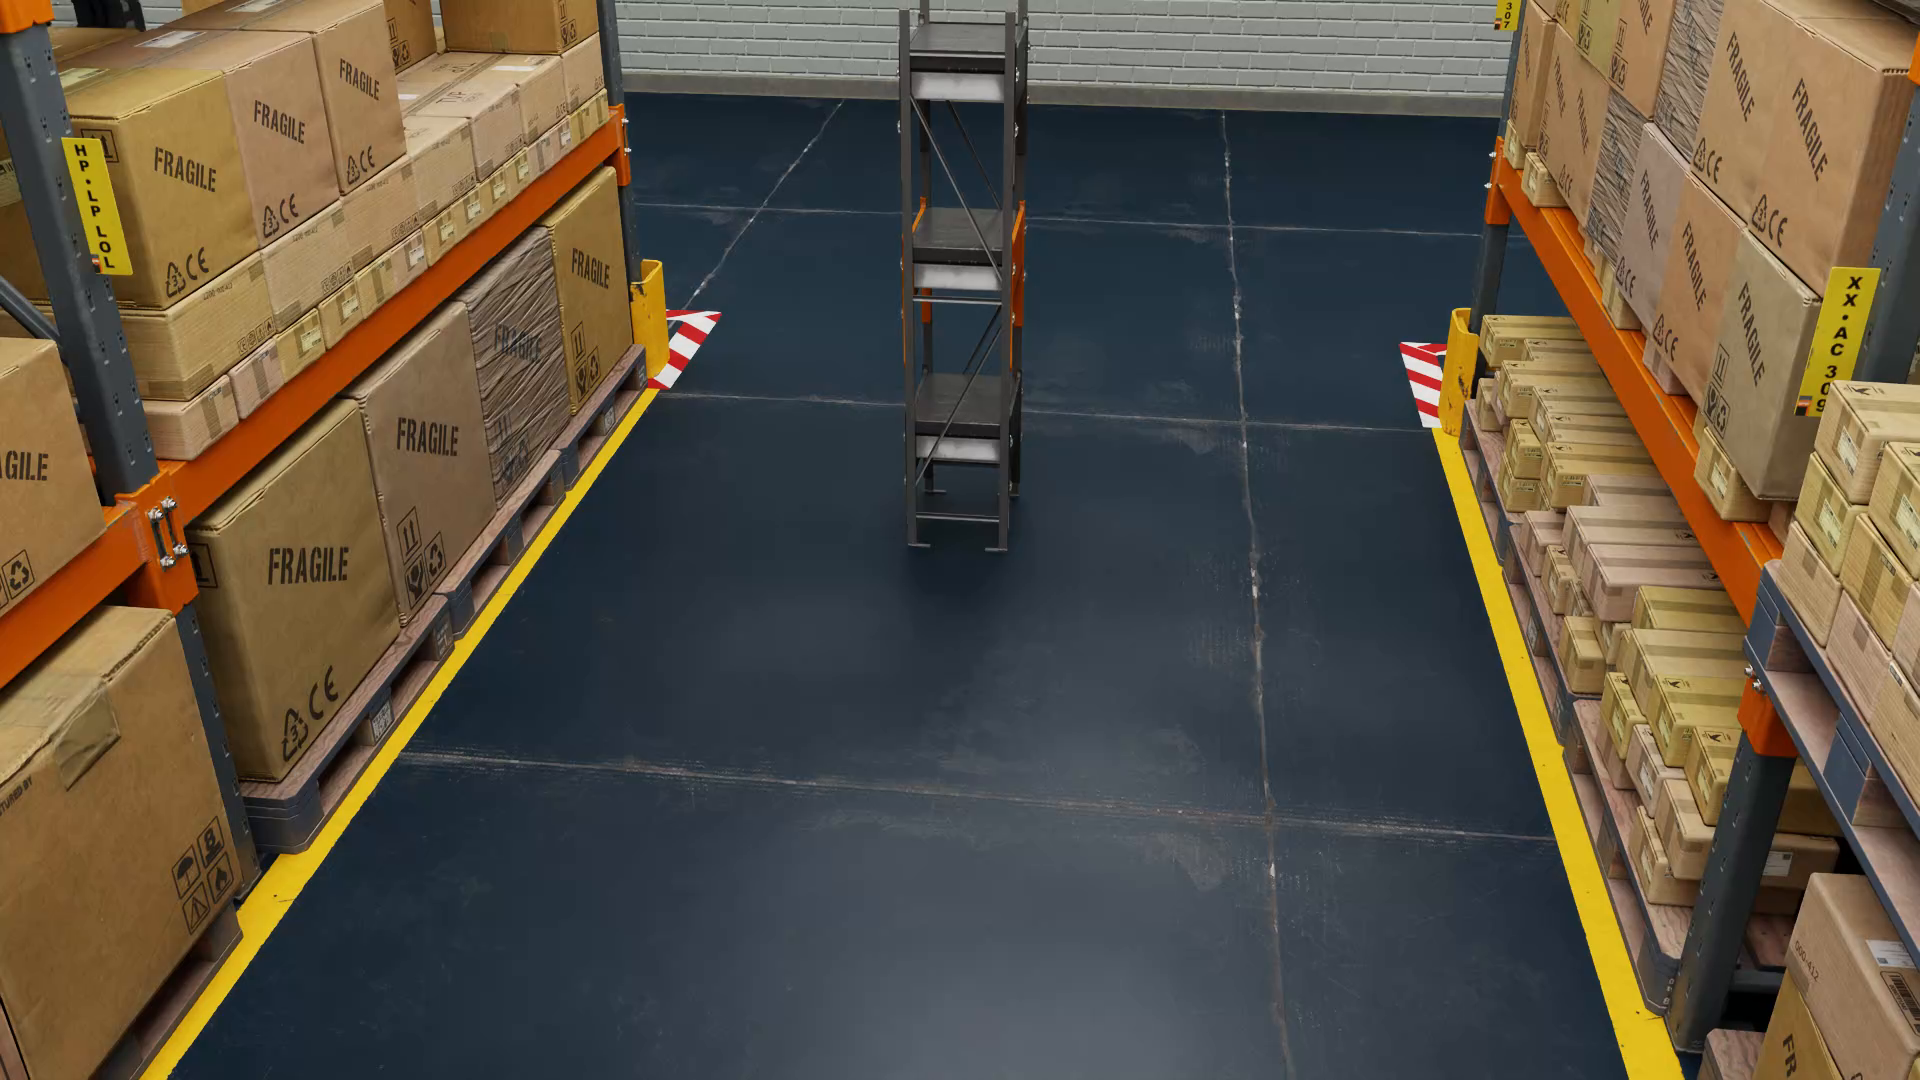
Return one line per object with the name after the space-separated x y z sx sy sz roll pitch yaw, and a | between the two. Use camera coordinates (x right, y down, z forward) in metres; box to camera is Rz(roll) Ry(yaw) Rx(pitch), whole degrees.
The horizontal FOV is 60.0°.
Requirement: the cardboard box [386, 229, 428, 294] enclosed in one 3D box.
-2.038 -0.950 5.615 0.380 0.149 0.250 4 29 7 | cardboard box

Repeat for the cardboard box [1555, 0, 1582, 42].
2.464 -2.059 5.936 0.500 0.500 0.500 4 29 8 | cardboard box

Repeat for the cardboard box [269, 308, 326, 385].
-2.132 -0.587 4.943 0.380 0.149 0.250 4 29 8 | cardboard box

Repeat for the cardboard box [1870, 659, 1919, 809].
1.780 0.338 2.782 0.380 0.149 0.250 4 29 7 | cardboard box

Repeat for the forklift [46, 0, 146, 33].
-4.441 -2.117 7.589 1.130 2.935 3.031 1 28 3 | forklift

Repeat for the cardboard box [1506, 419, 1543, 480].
2.348 -0.346 6.479 0.380 0.149 0.250 4 29 8 | cardboard box

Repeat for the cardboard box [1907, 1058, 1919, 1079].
1.932 1.174 2.810 0.500 0.250 0.500 4 29 8 | cardboard box

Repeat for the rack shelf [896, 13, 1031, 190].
0.020 -1.607 6.071 0.431 0.518 0.480 3 28 6 | rack shelf

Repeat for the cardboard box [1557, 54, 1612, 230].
2.396 -1.374 5.719 0.500 0.500 0.500 4 29 7 | cardboard box

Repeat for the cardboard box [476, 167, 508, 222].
-1.944 -1.313 6.289 0.380 0.149 0.250 3 29 6 | cardboard box

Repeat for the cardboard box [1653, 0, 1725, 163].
2.272 -1.330 4.584 0.500 0.500 0.500 4 29 8 | cardboard box

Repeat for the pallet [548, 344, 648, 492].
-2.093 -0.605 7.650 1.003 0.211 1.213 3 28 6 | pallet

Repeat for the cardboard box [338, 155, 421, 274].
-2.121 -1.079 5.435 0.500 0.250 0.500 4 29 7 | cardboard box

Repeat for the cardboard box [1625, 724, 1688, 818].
2.092 0.650 4.631 0.380 0.149 0.250 2 28 4 | cardboard box

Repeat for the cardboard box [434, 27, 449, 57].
-2.399 -2.068 7.270 0.500 0.250 0.500 3 28 5 | cardboard box

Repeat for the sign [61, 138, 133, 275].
-2.023 -0.778 3.895 0.100 0.325 0.005 3 28 6 | sign

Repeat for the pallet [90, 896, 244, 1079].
-2.582 1.265 4.180 1.003 0.211 1.213 3 28 6 | pallet

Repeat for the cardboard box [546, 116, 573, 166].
-1.851 -1.675 6.961 0.380 0.149 0.250 3 29 6 | cardboard box

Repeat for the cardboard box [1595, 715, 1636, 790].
2.141 0.626 4.989 0.380 0.149 0.250 2 28 5 | cardboard box

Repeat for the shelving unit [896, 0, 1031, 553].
0.020 -1.002 6.397 0.431 2.100 0.503 3 28 6 | shelving unit

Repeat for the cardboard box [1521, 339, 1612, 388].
2.522 -0.706 6.833 0.380 0.149 0.250 4 29 7 | cardboard box

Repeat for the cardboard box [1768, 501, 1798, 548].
2.150 -0.032 3.912 0.380 0.149 0.250 3 28 6 | cardboard box

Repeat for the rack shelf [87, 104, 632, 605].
-2.317 -0.955 6.119 1.077 0.370 4.000 3 28 6 | rack shelf

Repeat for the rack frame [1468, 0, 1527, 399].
2.838 -1.877 7.072 1.000 3.000 0.127 3 28 6 | rack frame

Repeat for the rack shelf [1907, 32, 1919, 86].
2.593 -1.940 4.784 1.077 0.370 4.000 3 28 6 | rack shelf

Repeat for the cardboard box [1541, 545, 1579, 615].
2.280 0.150 5.873 0.380 0.149 0.250 3 28 6 | cardboard box

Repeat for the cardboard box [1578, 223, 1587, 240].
2.443 -1.131 5.952 0.380 0.149 0.250 3 28 6 | cardboard box

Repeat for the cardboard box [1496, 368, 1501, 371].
2.519 -0.707 7.148 0.380 0.149 0.250 5 29 8 | cardboard box

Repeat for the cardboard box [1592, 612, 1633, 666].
2.247 0.289 5.300 0.380 0.149 0.250 4 29 7 | cardboard box

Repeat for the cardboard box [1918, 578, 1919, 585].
1.781 0.080 2.634 0.380 0.149 0.250 4 29 7 | cardboard box

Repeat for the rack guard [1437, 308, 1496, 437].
2.828 -0.741 7.599 1.175 0.500 0.348 3 28 6 | rack guard

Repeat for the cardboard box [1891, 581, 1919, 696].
1.782 0.202 2.720 0.380 0.149 0.250 4 29 7 | cardboard box

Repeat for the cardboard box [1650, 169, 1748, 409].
2.191 -0.658 4.390 0.500 0.500 0.500 3 28 5 | cardboard box

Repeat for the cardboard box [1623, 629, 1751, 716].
2.148 0.391 4.798 0.380 0.149 0.250 3 28 6 | cardboard box

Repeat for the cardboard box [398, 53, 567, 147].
-1.931 -1.796 6.765 0.500 0.250 0.500 3 28 5 | cardboard box

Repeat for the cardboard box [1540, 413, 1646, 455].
2.372 -0.343 6.160 0.380 0.149 0.250 4 29 8 | cardboard box

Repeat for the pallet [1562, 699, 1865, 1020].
2.395 0.915 4.829 1.003 0.211 1.213 3 28 6 | pallet

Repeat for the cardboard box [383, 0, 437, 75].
-2.460 -2.163 6.656 0.500 0.500 0.500 3 28 5 | cardboard box

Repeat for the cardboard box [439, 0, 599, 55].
-1.871 -2.364 7.029 0.500 0.500 0.500 4 29 7 | cardboard box

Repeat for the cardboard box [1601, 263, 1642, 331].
2.271 -0.772 5.286 0.380 0.149 0.250 4 29 7 | cardboard box

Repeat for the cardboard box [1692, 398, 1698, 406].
2.265 -0.399 4.593 0.380 0.149 0.250 3 28 5 | cardboard box

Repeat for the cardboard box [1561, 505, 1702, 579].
2.220 0.013 5.499 0.380 0.149 0.250 2 28 4 | cardboard box

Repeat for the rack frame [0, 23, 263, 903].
-2.562 -0.330 4.201 1.000 3.000 0.127 3 28 6 | rack frame

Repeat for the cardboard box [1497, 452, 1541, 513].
2.341 -0.220 6.559 0.380 0.149 0.250 4 29 7 | cardboard box

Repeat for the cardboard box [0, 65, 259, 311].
-2.250 -0.936 4.379 0.500 0.500 0.500 3 28 6 | cardboard box

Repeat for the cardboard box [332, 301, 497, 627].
-2.292 -0.310 5.959 0.875 0.875 0.875 3 28 6 | cardboard box

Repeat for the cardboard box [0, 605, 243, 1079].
-2.621 0.723 4.044 1.225 0.875 0.875 3 29 6 | cardboard box

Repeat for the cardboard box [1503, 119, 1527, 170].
2.473 -1.633 6.884 0.380 0.149 0.250 3 28 6 | cardboard box
